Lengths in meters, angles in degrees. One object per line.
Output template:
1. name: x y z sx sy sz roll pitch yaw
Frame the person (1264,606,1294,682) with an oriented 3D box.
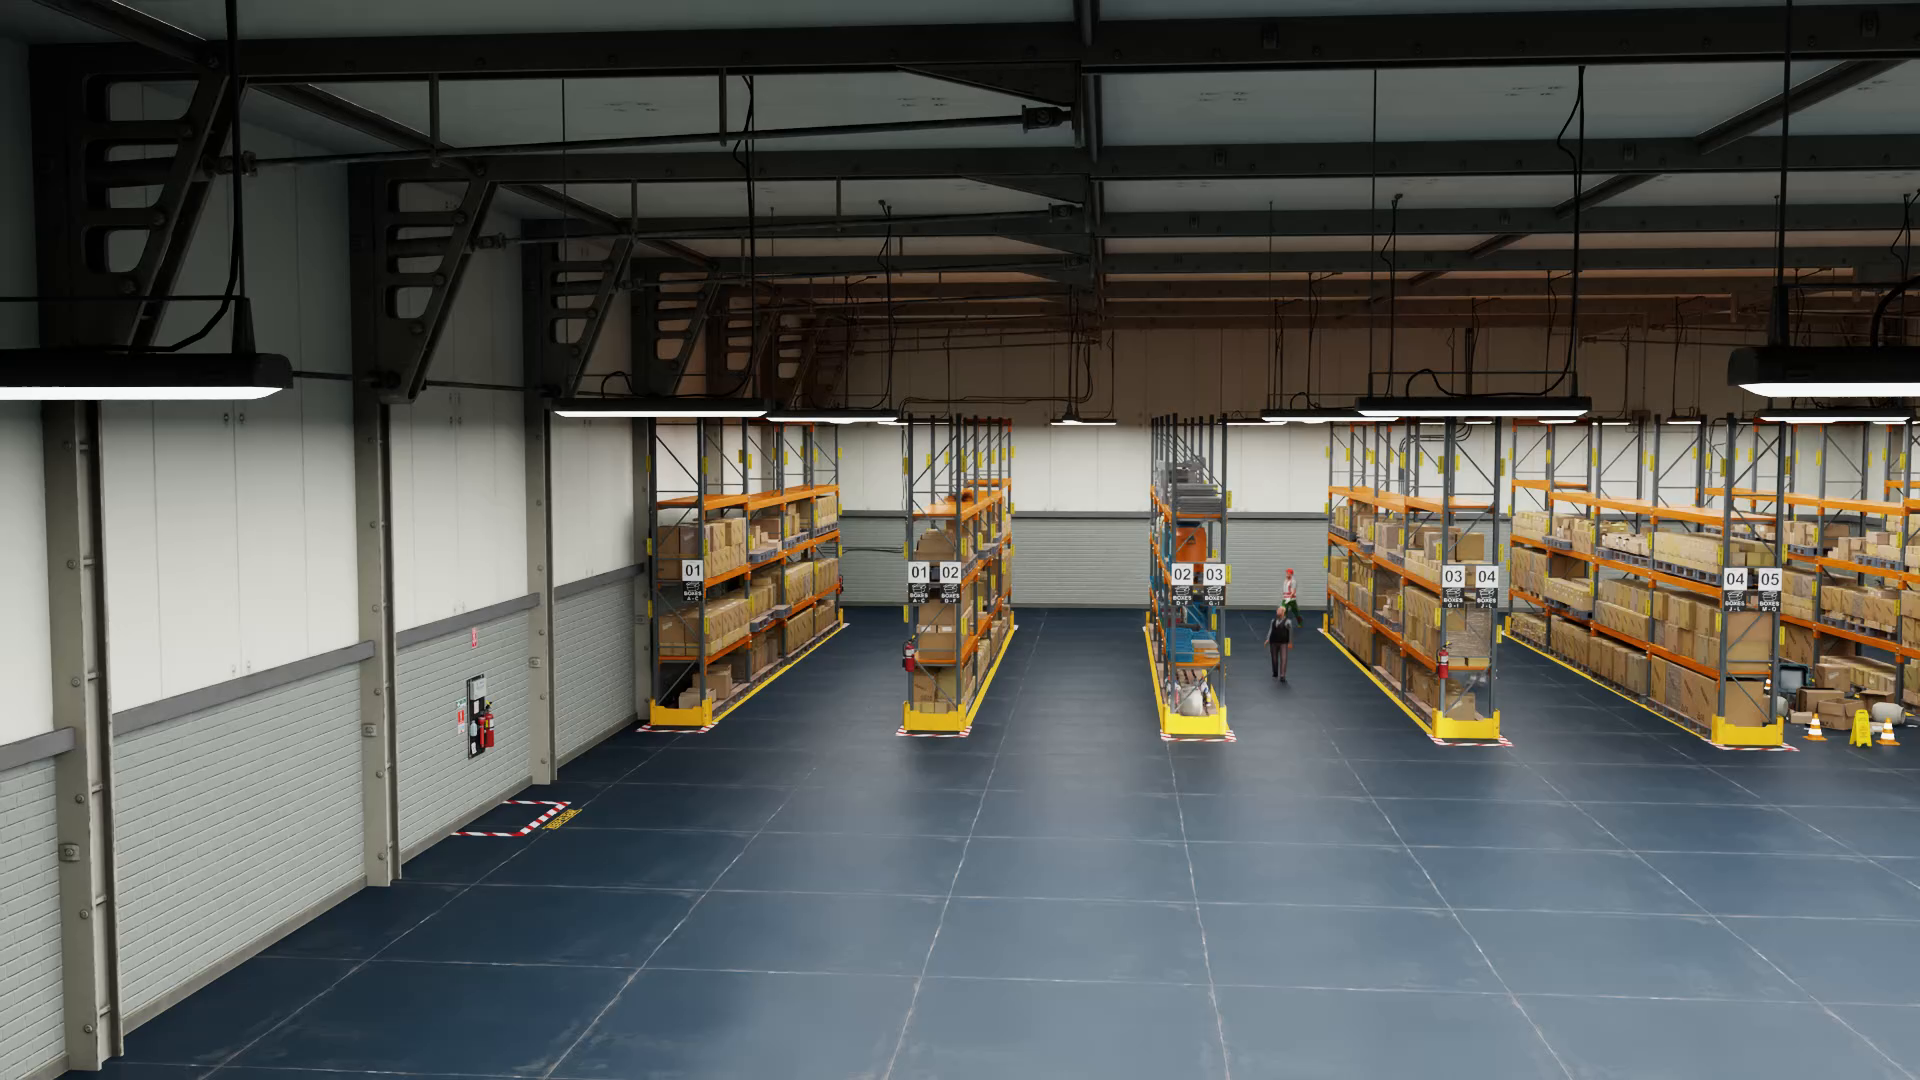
1. person: 7.227 2.349 37.657 0.656 1.682 0.977 1 4 10

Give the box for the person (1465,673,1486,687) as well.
1. person: 11.495 2.360 37.081 0.399 1.854 0.542 -2 4 -29

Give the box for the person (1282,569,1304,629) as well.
1. person: 9.263 1.669 46.974 1.110 1.715 0.552 -3 5 -34
